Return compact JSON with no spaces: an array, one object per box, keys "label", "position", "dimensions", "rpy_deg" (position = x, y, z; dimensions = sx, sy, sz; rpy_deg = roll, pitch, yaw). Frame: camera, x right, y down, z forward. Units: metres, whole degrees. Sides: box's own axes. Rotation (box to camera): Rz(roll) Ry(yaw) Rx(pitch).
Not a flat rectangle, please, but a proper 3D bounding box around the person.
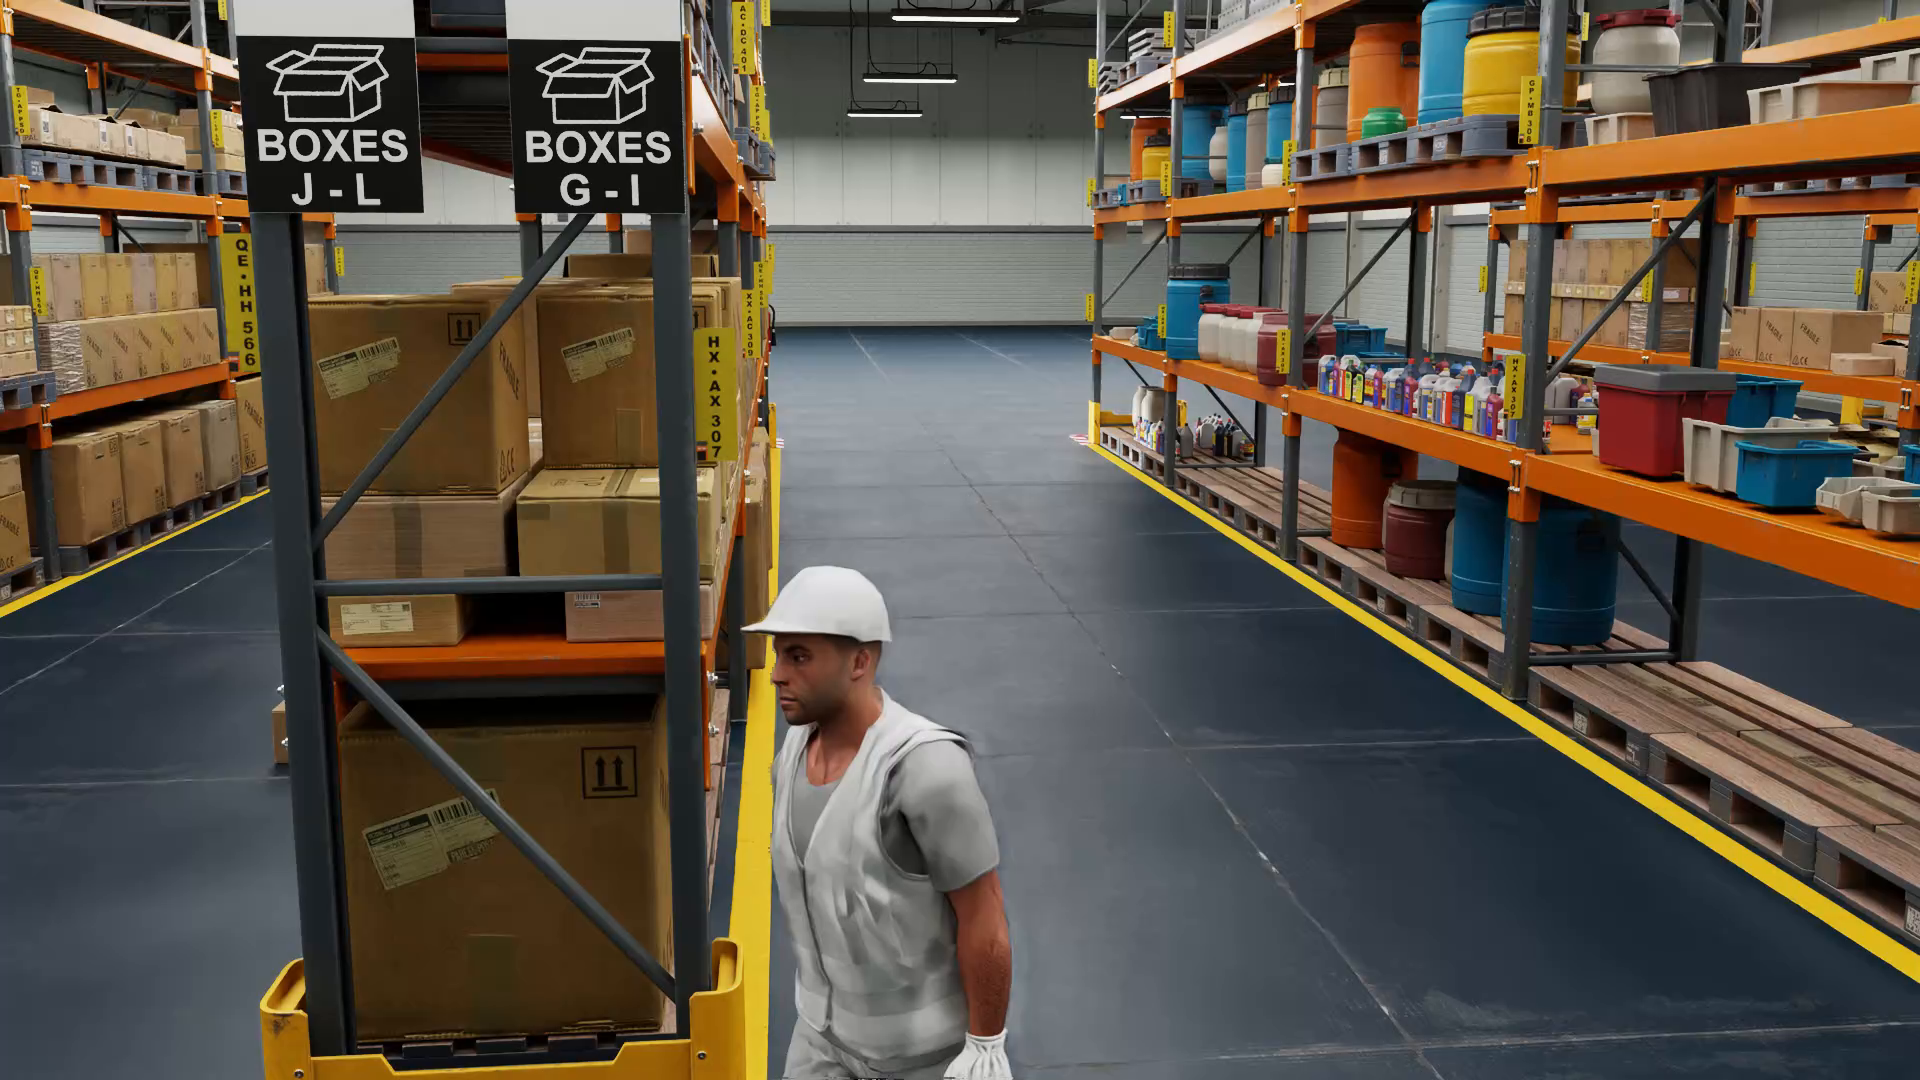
[{"label":"person","position":[-0.036,0.899,3.186],"dimensions":[0.795,1.749,0.610],"rpy_deg":[-10,14,-43]}]
